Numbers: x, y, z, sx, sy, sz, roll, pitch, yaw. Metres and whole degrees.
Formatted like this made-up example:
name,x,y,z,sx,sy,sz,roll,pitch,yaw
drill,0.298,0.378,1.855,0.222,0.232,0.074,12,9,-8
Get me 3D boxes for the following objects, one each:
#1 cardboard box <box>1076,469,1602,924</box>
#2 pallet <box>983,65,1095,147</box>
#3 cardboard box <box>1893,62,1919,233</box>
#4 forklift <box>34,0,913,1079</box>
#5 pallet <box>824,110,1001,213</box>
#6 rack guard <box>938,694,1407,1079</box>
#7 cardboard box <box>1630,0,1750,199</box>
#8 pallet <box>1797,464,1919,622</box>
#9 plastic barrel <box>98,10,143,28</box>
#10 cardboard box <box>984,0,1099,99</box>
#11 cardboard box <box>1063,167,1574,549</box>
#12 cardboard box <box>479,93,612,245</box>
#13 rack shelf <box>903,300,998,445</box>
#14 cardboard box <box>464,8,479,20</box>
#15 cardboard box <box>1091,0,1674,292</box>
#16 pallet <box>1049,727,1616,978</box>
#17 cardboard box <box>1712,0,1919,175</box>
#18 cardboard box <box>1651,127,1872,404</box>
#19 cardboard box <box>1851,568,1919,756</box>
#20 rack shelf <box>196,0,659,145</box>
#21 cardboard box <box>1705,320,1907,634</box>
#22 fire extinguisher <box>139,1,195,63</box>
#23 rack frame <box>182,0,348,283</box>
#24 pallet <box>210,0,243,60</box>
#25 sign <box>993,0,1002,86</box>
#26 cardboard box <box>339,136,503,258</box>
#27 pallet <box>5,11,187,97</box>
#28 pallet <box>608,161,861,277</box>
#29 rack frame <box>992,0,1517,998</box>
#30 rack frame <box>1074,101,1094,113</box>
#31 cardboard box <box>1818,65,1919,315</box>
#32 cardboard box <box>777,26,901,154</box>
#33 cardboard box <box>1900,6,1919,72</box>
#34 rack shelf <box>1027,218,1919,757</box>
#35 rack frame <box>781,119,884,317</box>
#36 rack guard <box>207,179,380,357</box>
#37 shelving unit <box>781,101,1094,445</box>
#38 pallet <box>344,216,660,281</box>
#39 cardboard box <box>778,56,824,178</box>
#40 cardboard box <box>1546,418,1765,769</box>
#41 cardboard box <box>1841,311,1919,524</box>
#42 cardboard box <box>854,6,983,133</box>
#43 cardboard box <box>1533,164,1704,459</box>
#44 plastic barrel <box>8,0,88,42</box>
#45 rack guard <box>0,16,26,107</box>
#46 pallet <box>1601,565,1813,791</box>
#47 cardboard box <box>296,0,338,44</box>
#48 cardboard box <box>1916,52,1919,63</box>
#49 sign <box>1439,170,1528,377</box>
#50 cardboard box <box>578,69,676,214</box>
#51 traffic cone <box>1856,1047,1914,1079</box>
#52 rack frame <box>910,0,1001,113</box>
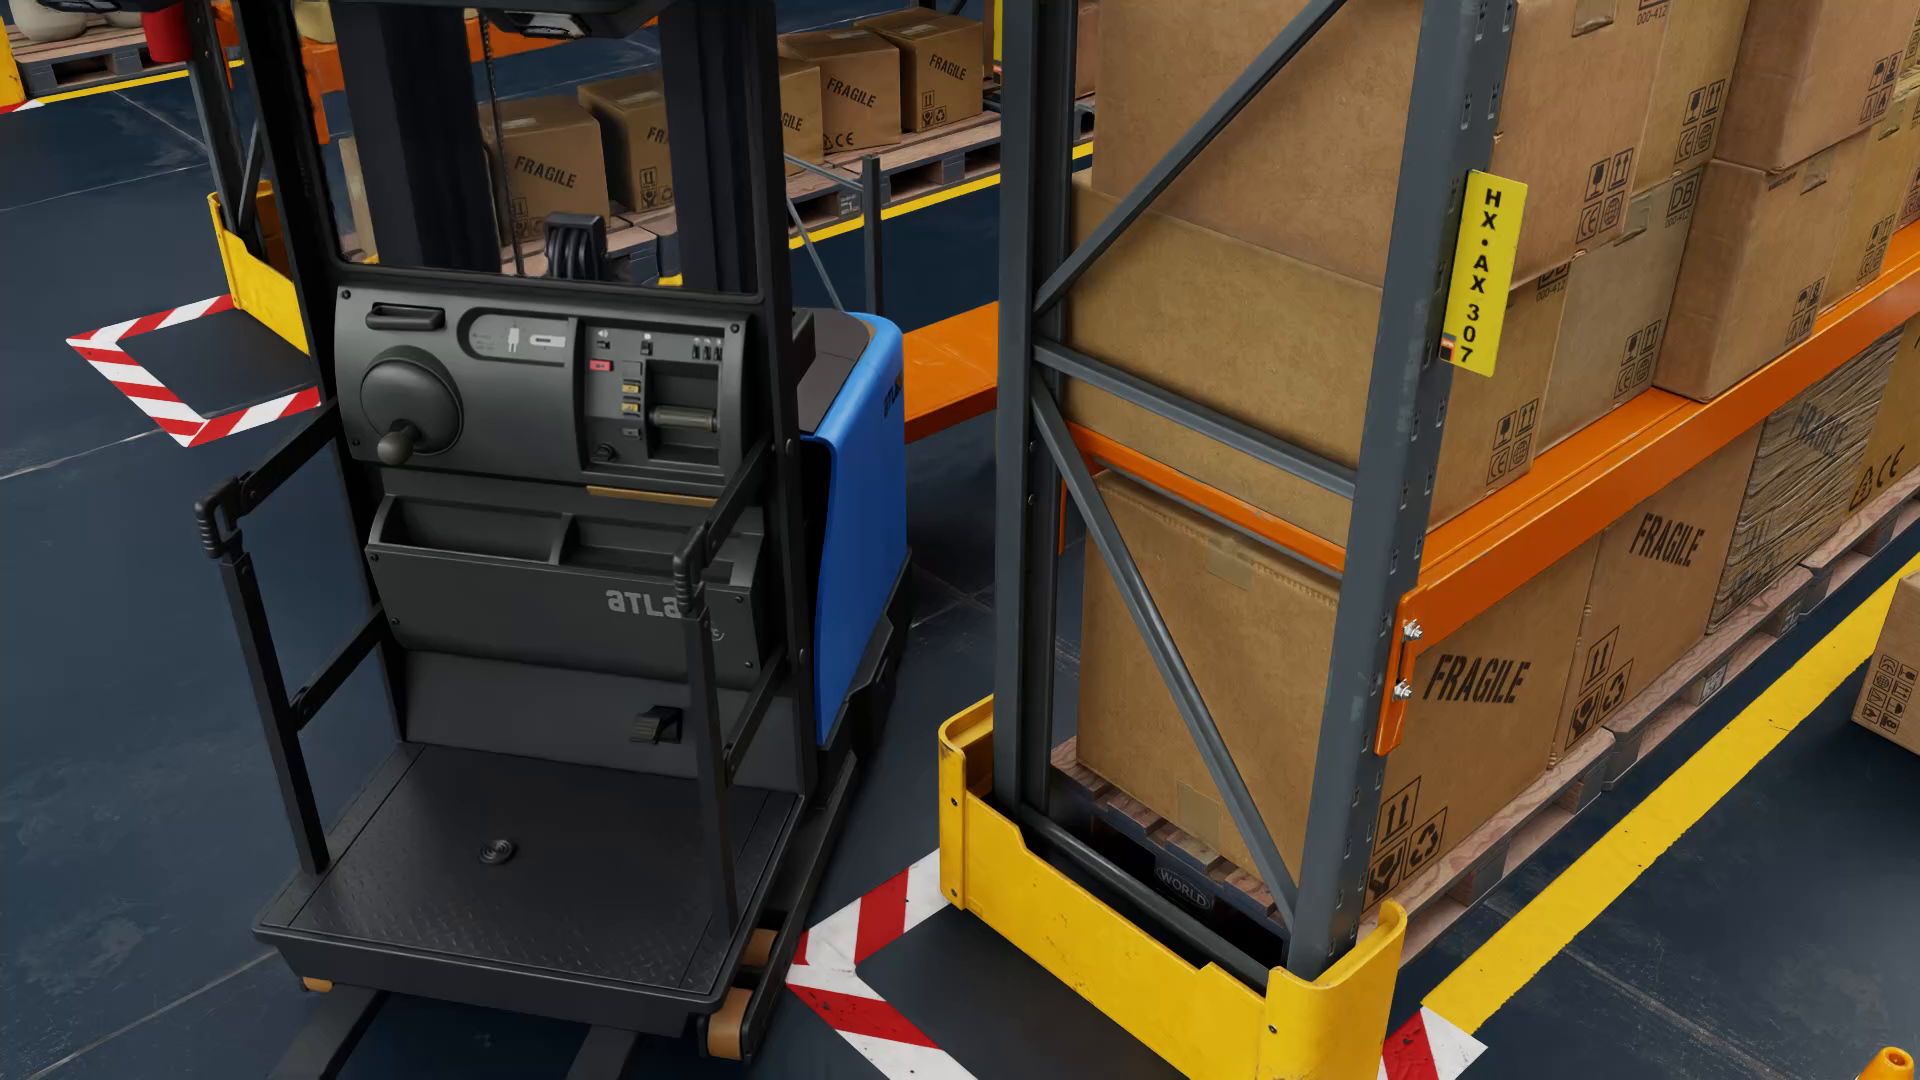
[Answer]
name,x,y,z,sx,sy,sz,roll,pitch,yaw
cardboard box,0.914,0.227,4.138,0.875,0.875,0.875,-26,40,-35
pallet,0.667,-2.674,9.920,1.213,0.211,1.003,-26,40,-35
cardboard box,2.269,-1.232,4.746,0.550,0.550,0.875,-26,40,-35
forklift,-0.945,-0.275,3.390,1.130,2.935,3.031,6,32,10
pallet,-0.372,-2.145,9.056,1.213,0.211,1.003,-26,40,-35
rack guard,0.444,0.840,3.897,0.348,0.500,1.175,-26,40,-35
cardboard box,1.101,-1.107,3.506,0.550,0.550,0.875,-26,40,-35
pallet,2.784,-0.224,5.914,1.213,0.211,1.003,-26,40,-35
plastic barrel,-5.406,-3.621,10.779,0.421,0.512,0.421,0,31,0
cardboard box,0.562,-2.918,9.621,0.700,0.500,0.500,26,40,35
cardboard box,0.703,-0.448,3.463,0.550,0.550,0.875,-26,40,-35
cardboard box,-1.952,-1.721,7.683,0.500,0.500,0.500,-15,35,-23
rack shelf,-0.018,-0.537,5.535,1.000,0.185,0.538,-25,39,-34
cardboard box,-2.075,-2.235,6.771,0.250,0.149,0.380,-26,40,-35
cardboard box,0.760,-0.876,3.129,0.550,0.550,0.875,-26,40,-35
pallet,0.995,0.641,4.499,1.213,0.211,1.003,-26,40,-35
cardboard box,1.604,-1.253,3.745,0.550,0.550,0.875,-26,40,-35
cardboard box,1.588,-0.802,4.042,0.550,0.550,0.875,-26,40,-35
cardboard box,2.955,0.355,4.688,0.500,0.500,0.500,-19,36,-28
rack shelf,-1.370,-2.571,7.768,4.000,0.370,1.077,-26,40,-35
cardboard box,2.228,-0.409,5.177,0.875,0.875,0.875,-25,40,-35
fire extinguisher,-3.234,-2.271,6.662,0.183,0.674,0.296,-26,40,-35
rack frame,-2.836,-2.168,6.420,0.127,3.000,1.000,-26,40,-35
pallet,-4.687,-3.635,11.492,1.213,0.211,1.003,-26,40,-35
sign,0.103,-1.042,3.242,0.005,0.325,0.100,-26,40,-35
cardboard box,-2.367,-1.496,7.315,0.500,0.500,0.500,-18,36,-27
pallet,-5.581,-3.204,10.788,1.213,0.211,1.003,-26,40,-35
pallet,-1.267,-1.711,8.345,1.213,0.211,1.003,-26,40,-35
rack frame,0.462,-0.235,3.259,0.127,3.000,1.000,-26,40,-35
rack frame,0.362,-0.866,5.728,0.032,1.500,0.500,-25,39,-34
cardboard box,1.948,-1.006,4.375,0.500,0.550,0.875,-26,40,-35
cardboard box,-0.639,-2.367,8.739,0.500,0.500,0.500,-13,34,-21
cardboard box,1.904,-1.491,4.134,0.500,0.550,0.875,-26,40,-35
rack shelf,1.929,-0.637,4.606,4.000,0.370,1.077,-26,40,-35
rack frame,-0.399,-0.514,5.154,0.032,1.500,0.500,-25,39,-34
rack guard,-2.781,-1.129,7.116,0.348,0.500,1.175,-26,40,-35
shelving unit,-0.011,-0.693,5.446,1.083,1.500,0.587,-25,39,-34
pallet,-2.161,-1.280,7.641,1.213,0.211,1.003,-26,40,-35
cardboard box,-1.040,-2.117,8.330,0.500,0.500,0.500,25,39,35
cardboard box,1.558,-0.086,4.650,0.875,0.875,0.875,-27,40,-36
cardboard box,2.886,-0.730,5.703,0.875,0.875,0.875,-25,39,-35
cardboard box,-0.224,-2.573,9.076,0.500,0.500,0.500,-27,41,-37
cardboard box,1.092,-0.651,3.796,0.550,0.550,0.875,-26,40,-35
plastic barrel,-5.773,-3.443,10.488,0.421,0.512,0.421,0,31,0
rack guard,-6.180,-3.041,10.244,0.348,0.500,1.175,-26,40,-35
pallet,1.889,0.211,5.203,1.213,0.211,1.003,-26,40,-35
cardboard box,-2.465,-2.071,6.502,0.250,0.149,0.380,-26,40,-35
cardboard box,2.287,-1.682,4.447,0.550,0.550,0.875,-26,40,-35
sign,0.835,-0.423,2.661,0.005,0.325,0.100,-26,40,-35
cardboard box,-1.480,-1.936,8.034,0.500,0.500,0.500,-22,38,-31
traffic cone,1.817,1.202,3.340,0.334,0.463,0.336,-26,40,-35
rack frame,0.097,-3.587,8.740,0.127,3.000,1.000,-26,40,-35
